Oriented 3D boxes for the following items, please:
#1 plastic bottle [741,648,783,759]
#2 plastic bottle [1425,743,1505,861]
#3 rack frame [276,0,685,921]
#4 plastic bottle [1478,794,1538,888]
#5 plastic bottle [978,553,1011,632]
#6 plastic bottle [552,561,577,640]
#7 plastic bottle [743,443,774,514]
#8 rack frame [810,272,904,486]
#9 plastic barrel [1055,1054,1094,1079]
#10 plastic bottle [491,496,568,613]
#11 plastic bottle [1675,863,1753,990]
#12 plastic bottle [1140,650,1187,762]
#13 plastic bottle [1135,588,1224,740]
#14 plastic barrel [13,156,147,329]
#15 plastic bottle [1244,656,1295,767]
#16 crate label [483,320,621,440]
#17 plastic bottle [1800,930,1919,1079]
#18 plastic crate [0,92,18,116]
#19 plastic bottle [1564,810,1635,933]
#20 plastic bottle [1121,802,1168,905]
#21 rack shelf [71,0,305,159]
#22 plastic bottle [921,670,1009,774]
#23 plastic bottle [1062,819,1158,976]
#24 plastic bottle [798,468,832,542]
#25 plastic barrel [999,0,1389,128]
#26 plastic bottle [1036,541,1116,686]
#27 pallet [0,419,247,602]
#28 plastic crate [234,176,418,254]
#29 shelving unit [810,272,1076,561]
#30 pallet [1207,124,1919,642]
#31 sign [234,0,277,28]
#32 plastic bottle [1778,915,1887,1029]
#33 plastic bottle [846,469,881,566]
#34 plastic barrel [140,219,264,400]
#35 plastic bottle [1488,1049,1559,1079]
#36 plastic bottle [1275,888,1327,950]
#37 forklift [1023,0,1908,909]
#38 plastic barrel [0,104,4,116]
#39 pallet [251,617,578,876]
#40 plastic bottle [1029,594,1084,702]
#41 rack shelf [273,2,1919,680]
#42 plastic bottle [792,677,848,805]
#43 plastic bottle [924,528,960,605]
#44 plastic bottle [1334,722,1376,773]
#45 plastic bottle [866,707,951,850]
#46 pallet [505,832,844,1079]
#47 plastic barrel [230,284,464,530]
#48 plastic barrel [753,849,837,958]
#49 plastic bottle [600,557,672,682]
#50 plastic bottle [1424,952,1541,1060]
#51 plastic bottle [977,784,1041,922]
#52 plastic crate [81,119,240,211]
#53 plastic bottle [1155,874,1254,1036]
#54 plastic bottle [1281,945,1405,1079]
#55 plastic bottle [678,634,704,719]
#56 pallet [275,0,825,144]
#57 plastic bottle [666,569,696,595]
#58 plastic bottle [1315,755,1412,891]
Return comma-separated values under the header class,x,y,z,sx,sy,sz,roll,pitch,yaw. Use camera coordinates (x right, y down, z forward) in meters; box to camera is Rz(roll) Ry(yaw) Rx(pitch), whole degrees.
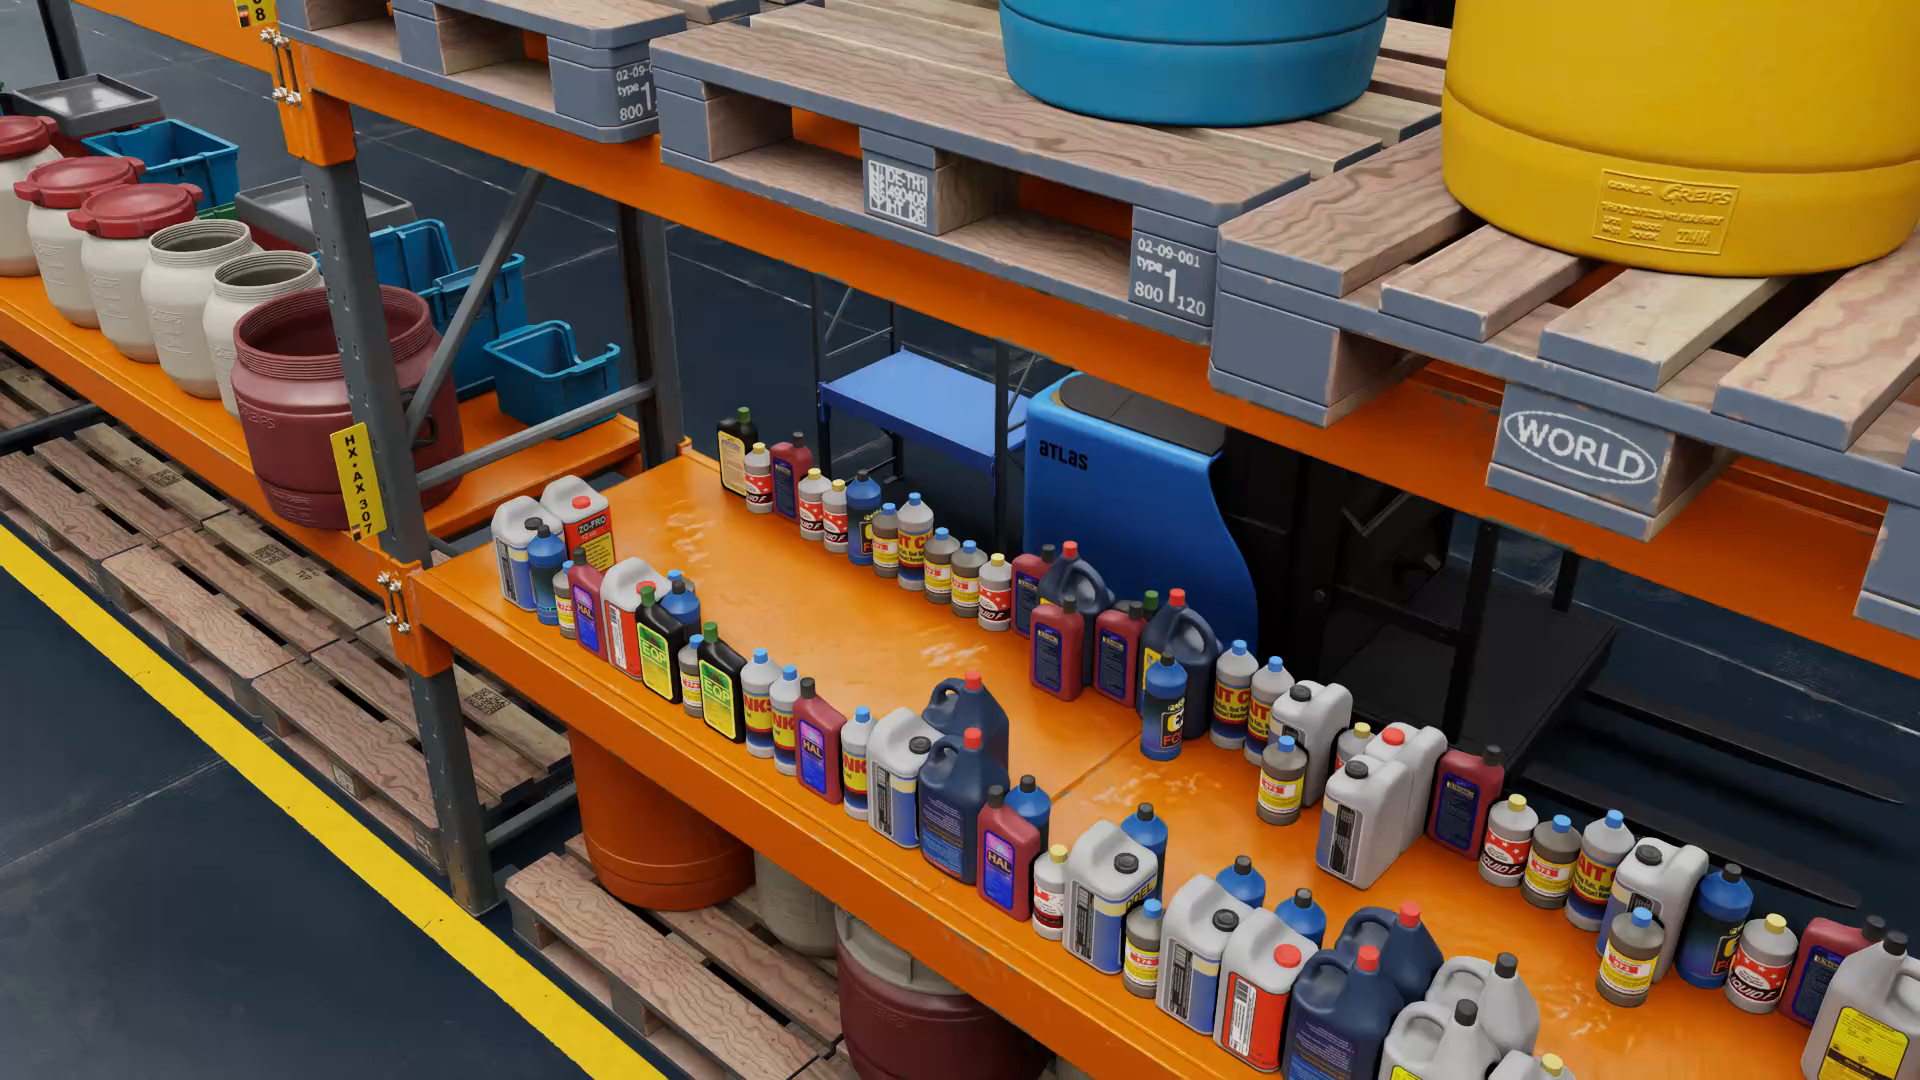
class,x,y,z,sx,sy,sz,roll,pitch,yaw
plastic bottle,-0.454,0.370,3.852,0.097,0.271,0.097,0,31,0
plastic bottle,1.083,0.542,3.555,0.133,0.283,0.061,25,39,35
rack frame,-1.239,-0.295,4.832,0.127,3.000,1.000,25,39,35
plastic bottle,1.156,0.624,3.498,0.097,0.201,0.097,0,31,0
plastic bottle,0.097,0.129,4.320,0.097,0.201,0.097,0,31,0
plastic bottle,-0.995,0.147,4.289,0.097,0.201,0.097,0,31,0
plastic bottle,-0.579,-0.186,4.844,0.097,0.201,0.097,0,31,0
rack frame,-0.440,-0.848,7.204,0.032,1.500,0.500,25,39,35
plastic barrel,0.451,1.306,4.178,0.421,0.512,0.421,0,31,0
plastic bottle,-1.135,0.031,4.410,0.135,0.276,0.152,25,39,35
plastic bottle,1.472,0.741,3.235,0.097,0.271,0.097,0,31,0
plastic bottle,0.472,0.375,3.844,0.097,0.271,0.097,0,31,0
plastic bottle,0.521,0.279,3.925,0.185,0.351,0.144,25,39,35
plastic barrel,-3.099,-1.069,5.986,0.433,0.535,0.433,0,31,0
plastic bottle,0.713,0.387,3.824,0.097,0.271,0.097,0,31,0
crate label,-1.300,-0.513,5.356,0.416,0.233,0.303,25,39,35
plastic bottle,1.653,0.850,2.977,0.185,0.351,0.144,25,39,35
plastic crate,-4.507,-1.883,7.530,0.504,0.338,0.767,25,39,35
plastic bottle,1.300,0.661,3.368,0.097,0.271,0.097,0,31,0
plastic bottle,0.371,0.649,3.388,0.097,0.271,0.097,0,31,0
rack shelf,-2.722,-1.964,5.394,4.000,0.370,1.077,25,39,35
plastic bottle,0.011,0.431,3.673,0.185,0.351,0.144,25,39,35
plastic bottle,0.301,0.702,3.297,0.135,0.276,0.152,25,39,35
plastic bottle,-0.408,-0.107,4.711,0.097,0.201,0.097,0,31,0
plastic barrel,0.359,-1.123,2.405,0.708,0.901,0.600,25,39,35
plastic bottle,0.285,0.169,4.108,0.185,0.351,0.144,25,39,35
pallet,-3.596,-0.228,7.424,1.213,0.211,1.003,25,39,35
plastic crate,-2.232,-0.999,5.939,0.583,0.464,0.402,25,39,35
shelving unit,-0.063,-0.672,6.912,1.048,1.500,0.538,25,39,35
pallet,1.080,-0.349,2.196,1.003,0.211,1.213,25,39,35
sign,-1.603,-1.323,3.732,0.005,0.325,0.100,25,39,35
plastic bottle,1.642,0.803,3.121,0.133,0.283,0.061,25,39,35
plastic bottle,-0.264,-0.069,4.581,0.097,0.271,0.097,0,31,0
plastic barrel,-2.457,-0.763,5.501,0.421,0.512,0.421,0,31,0
plastic bottle,0.947,1.003,2.796,0.135,0.276,0.152,25,39,35
plastic bottle,0.643,0.776,3.177,0.097,0.271,0.097,0,31,0
forklift,1.700,-0.575,5.363,3.031,2.935,1.130,22,37,32
plastic barrel,-4.122,-1.645,6.588,0.708,0.901,0.600,25,39,35
pallet,-1.787,0.616,6.021,1.213,0.211,1.003,25,39,35
plastic bottle,0.235,0.246,4.046,0.133,0.283,0.061,25,39,35
rack shelf,0.244,-0.580,3.094,4.000,0.370,1.077,25,39,35
plastic bottle,-0.309,0.445,3.715,0.133,0.283,0.061,25,39,35
plastic bottle,-0.048,0.062,4.431,0.097,0.201,0.097,0,31,0
plastic bottle,0.885,0.497,3.708,0.097,0.201,0.097,0,31,0
plastic bottle,-0.107,0.511,3.613,0.135,0.276,0.152,25,39,35
pallet,-0.626,1.156,5.125,1.213,0.211,1.003,25,39,35
plastic barrel,-1.786,-0.398,4.871,0.708,0.536,0.600,25,39,35
plastic barrel,-0.386,0.915,4.827,0.421,0.512,0.421,0,31,0
plastic bottle,-0.792,0.191,4.144,0.135,0.276,0.152,25,39,35
plastic bottle,0.922,0.862,2.958,0.185,0.351,0.144,25,39,35
plastic bottle,0.099,0.636,3.399,0.133,0.283,0.061,25,39,35
plastic crate,-3.178,-1.410,6.699,0.575,0.384,0.392,25,39,35
plastic bottle,0.473,0.782,3.163,0.135,0.276,0.152,25,39,35
plastic bottle,0.689,0.853,2.972,0.185,0.351,0.144,25,39,35
plastic bottle,-0.626,0.320,4.003,0.097,0.201,0.097,0,31,0
pallet,-0.737,-1.197,3.605,1.213,0.211,1.003,25,39,35
plastic bottle,-0.722,0.169,4.253,0.097,0.201,0.097,0,31,0
plastic bottle,0.851,0.574,3.508,0.135,0.276,0.152,25,39,35
